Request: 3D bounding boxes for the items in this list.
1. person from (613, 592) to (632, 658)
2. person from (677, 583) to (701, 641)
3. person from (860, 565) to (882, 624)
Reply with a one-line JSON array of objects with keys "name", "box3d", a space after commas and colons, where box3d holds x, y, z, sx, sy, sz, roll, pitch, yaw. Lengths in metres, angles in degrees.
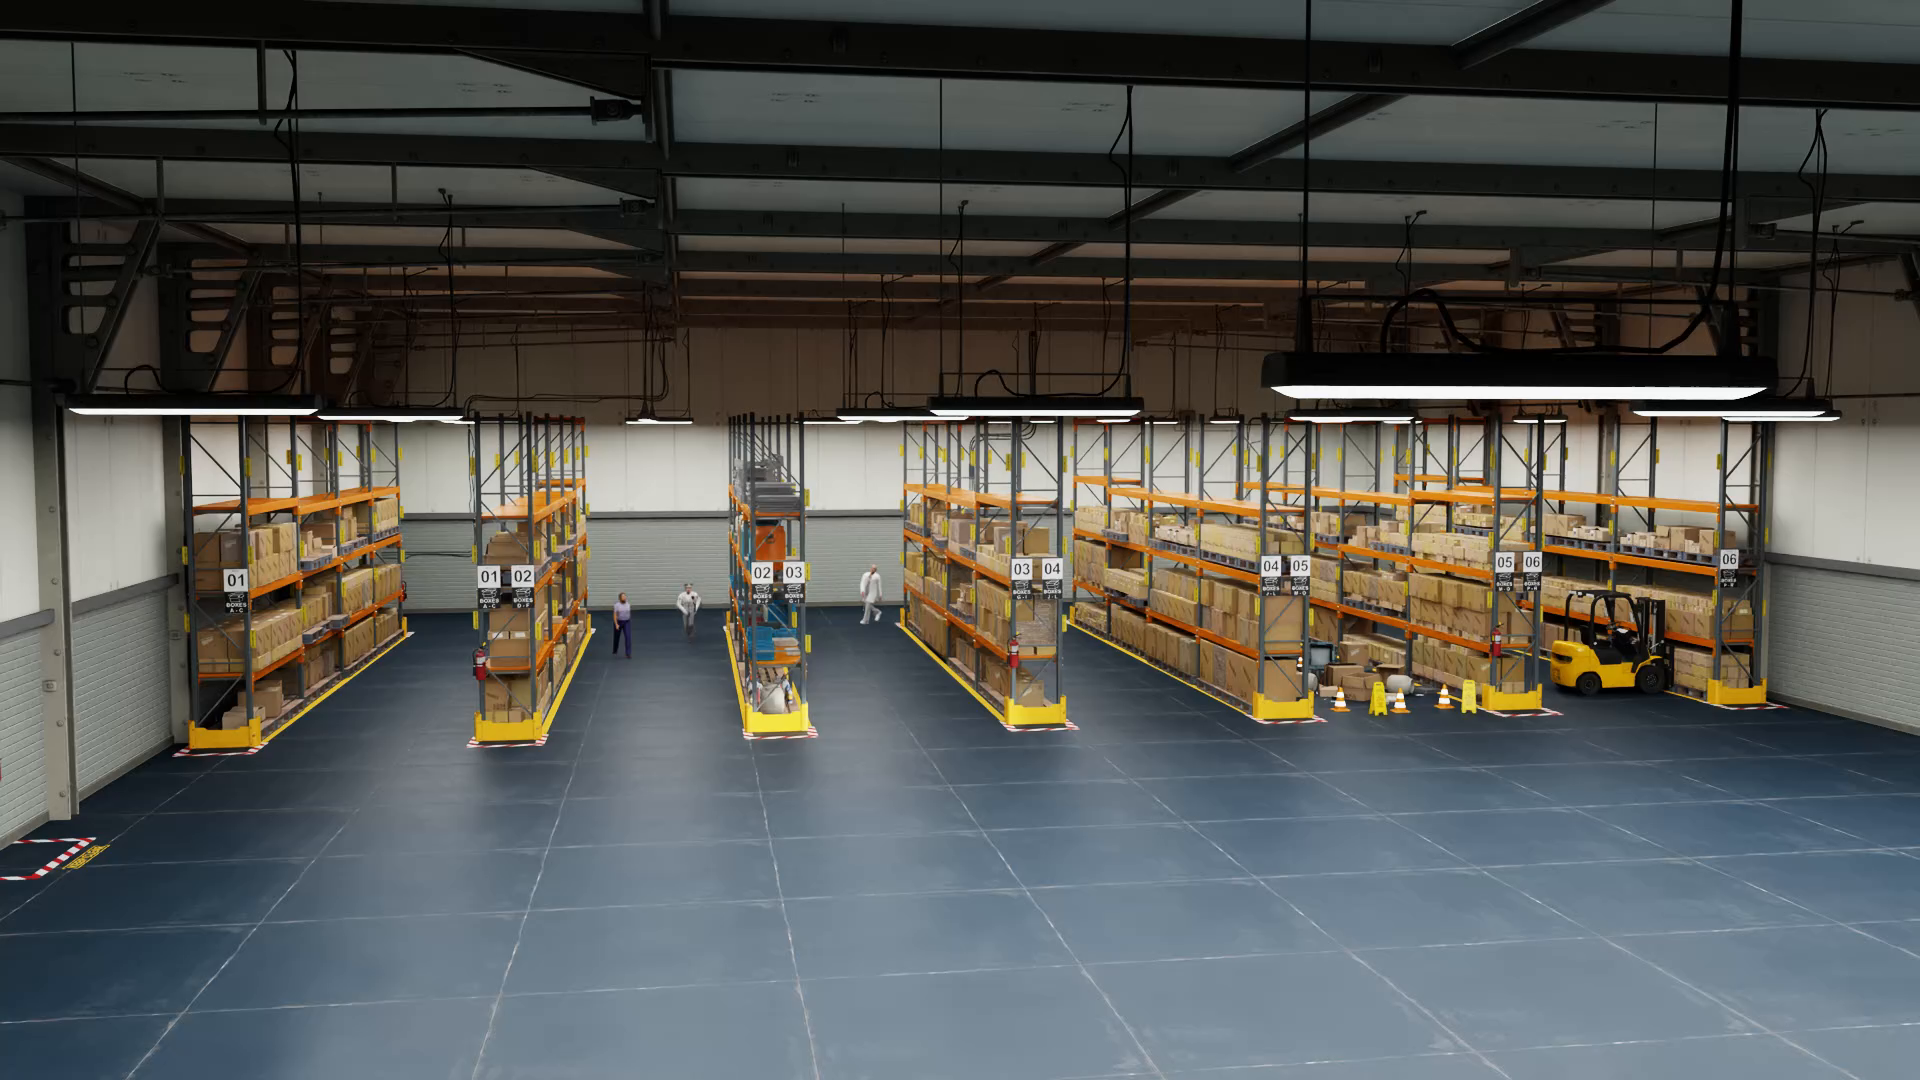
[{"name": "person", "box3d": [-8.395, 2.098, 41.267, 0.444, 1.596, 0.981, -1, 4, -19]}, {"name": "person", "box3d": [-7.219, 1.917, 44.276, 0.587, 1.604, 0.704, 0, 4, 0]}, {"name": "person", "box3d": [-2.561, 1.574, 48.172, 0.554, 1.734, 0.774, 3, 5, 41]}]
